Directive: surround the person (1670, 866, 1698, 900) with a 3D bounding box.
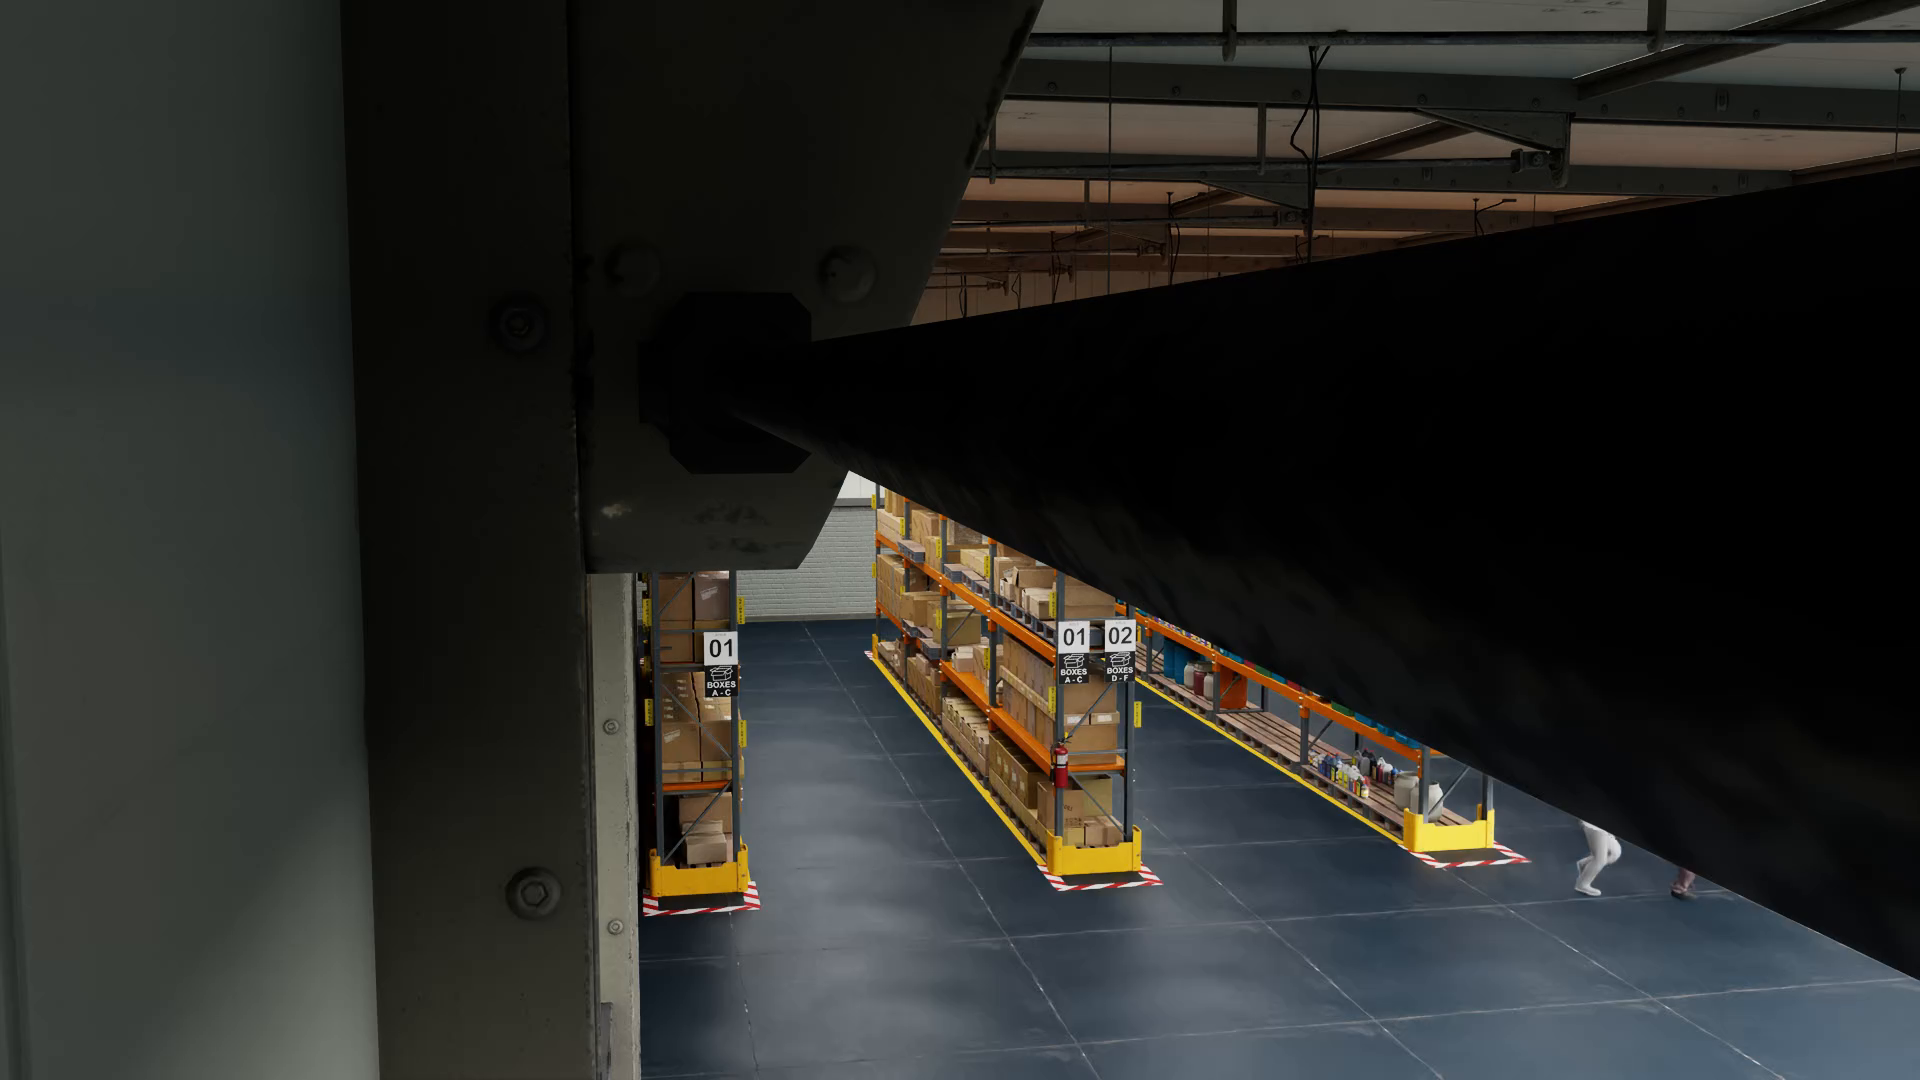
[{"bbox_3d":[8.889,3.457,19.864,0.694,1.676,0.681,3,6,24],"label":"person"}]

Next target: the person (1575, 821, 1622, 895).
[{"bbox_3d":[7.747,3.462,20.031,0.588,1.646,0.558,3,6,25],"label":"person"}]
